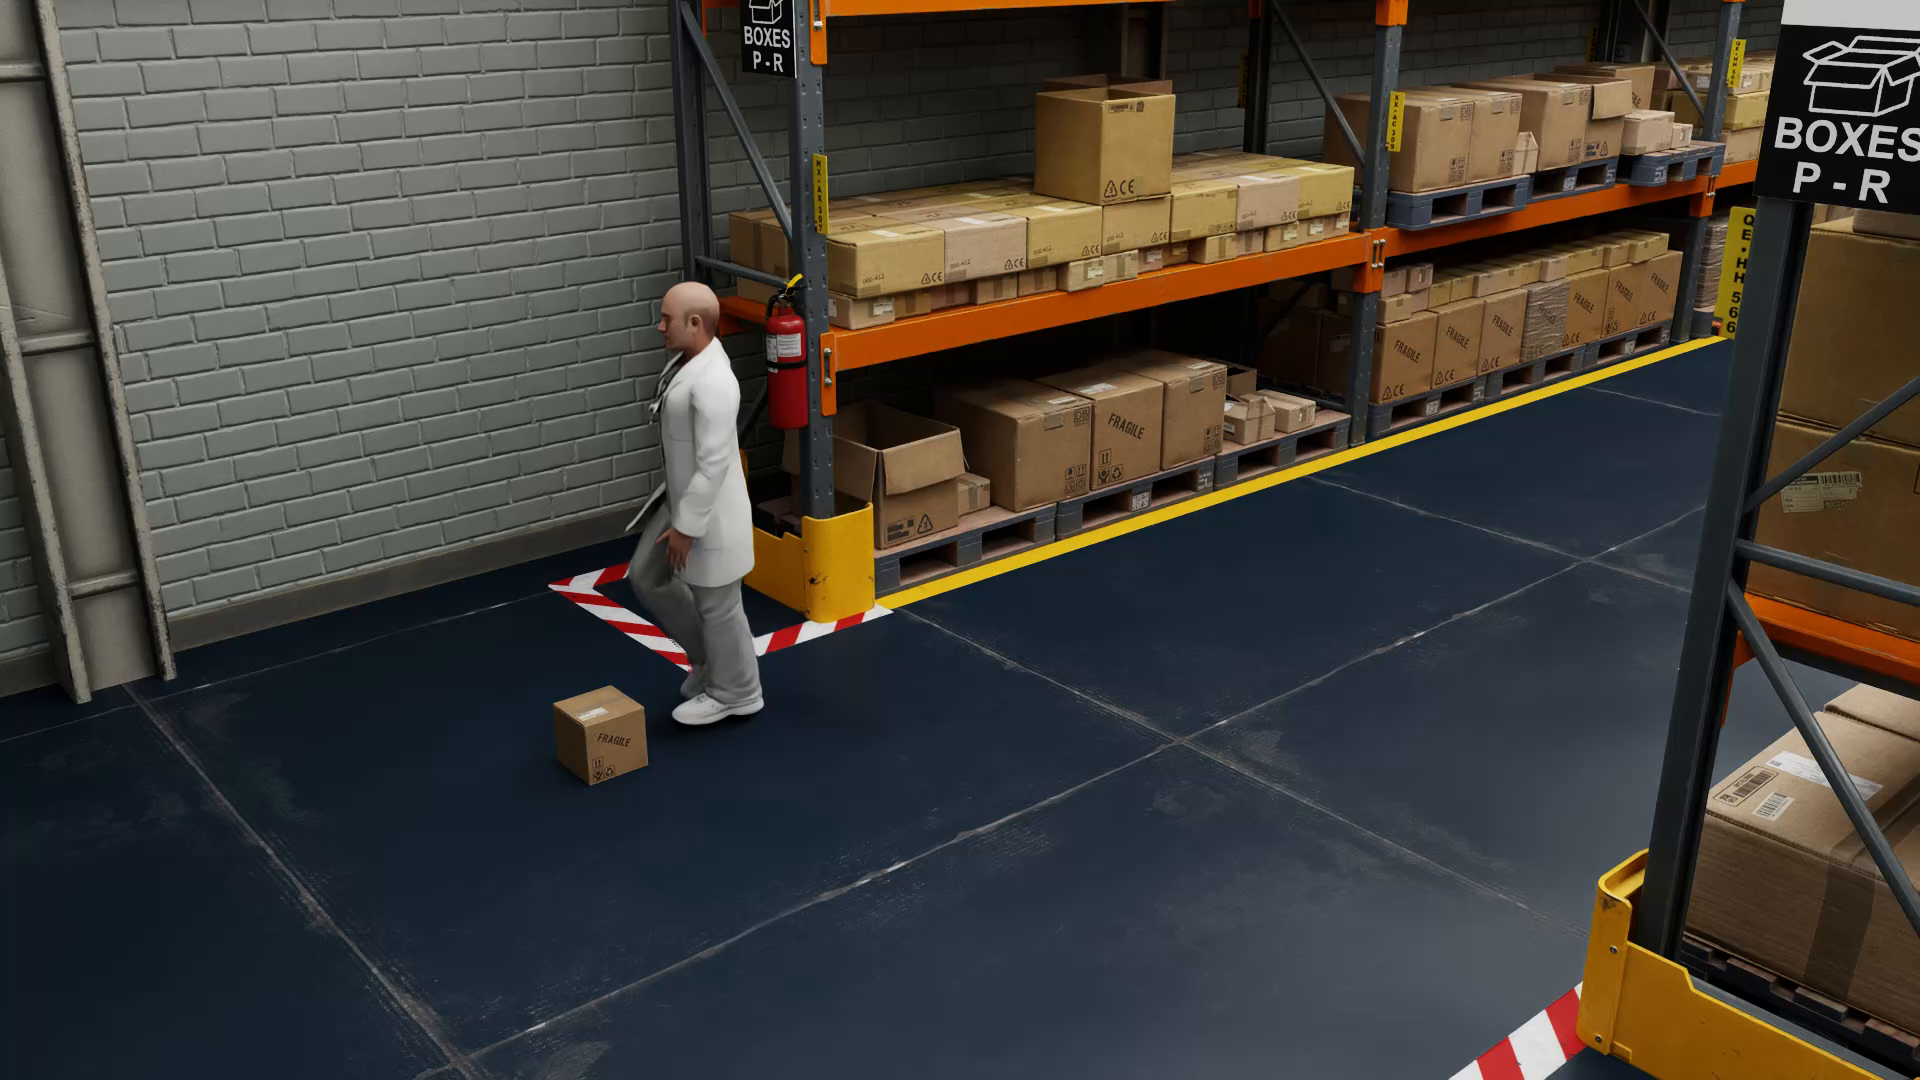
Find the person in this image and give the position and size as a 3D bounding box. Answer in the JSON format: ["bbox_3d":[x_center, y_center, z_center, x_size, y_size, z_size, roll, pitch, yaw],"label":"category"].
[{"bbox_3d":[-1.010,-0.078,6.326,0.491,1.733,0.635,-8,22,-20],"label":"person"}]
